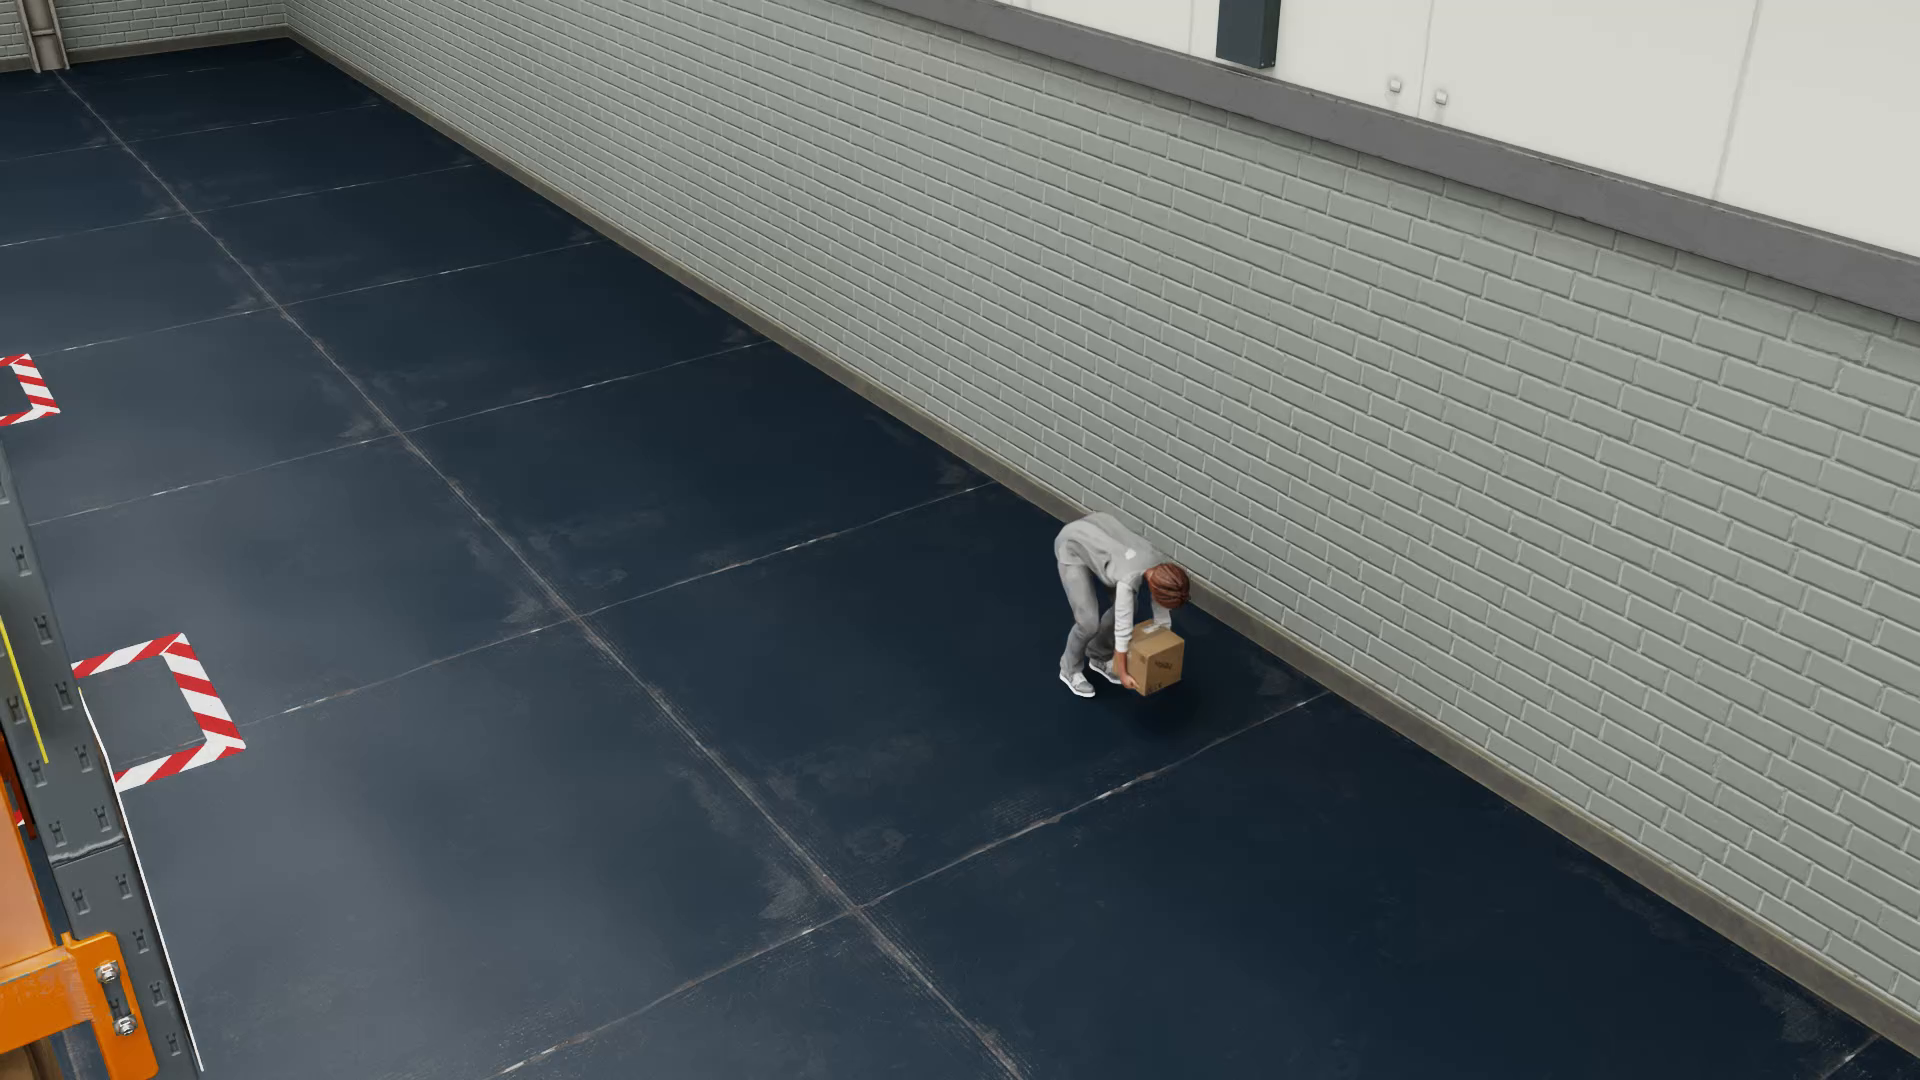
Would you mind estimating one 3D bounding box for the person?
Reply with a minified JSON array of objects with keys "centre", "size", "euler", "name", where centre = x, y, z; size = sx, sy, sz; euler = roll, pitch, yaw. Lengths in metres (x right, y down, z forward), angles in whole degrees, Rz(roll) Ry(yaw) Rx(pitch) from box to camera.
[{"centre":[0.830,0.400,8.542],"size":[0.397,0.988,0.872],"euler":[-20,35,-32],"name":"person"}]
